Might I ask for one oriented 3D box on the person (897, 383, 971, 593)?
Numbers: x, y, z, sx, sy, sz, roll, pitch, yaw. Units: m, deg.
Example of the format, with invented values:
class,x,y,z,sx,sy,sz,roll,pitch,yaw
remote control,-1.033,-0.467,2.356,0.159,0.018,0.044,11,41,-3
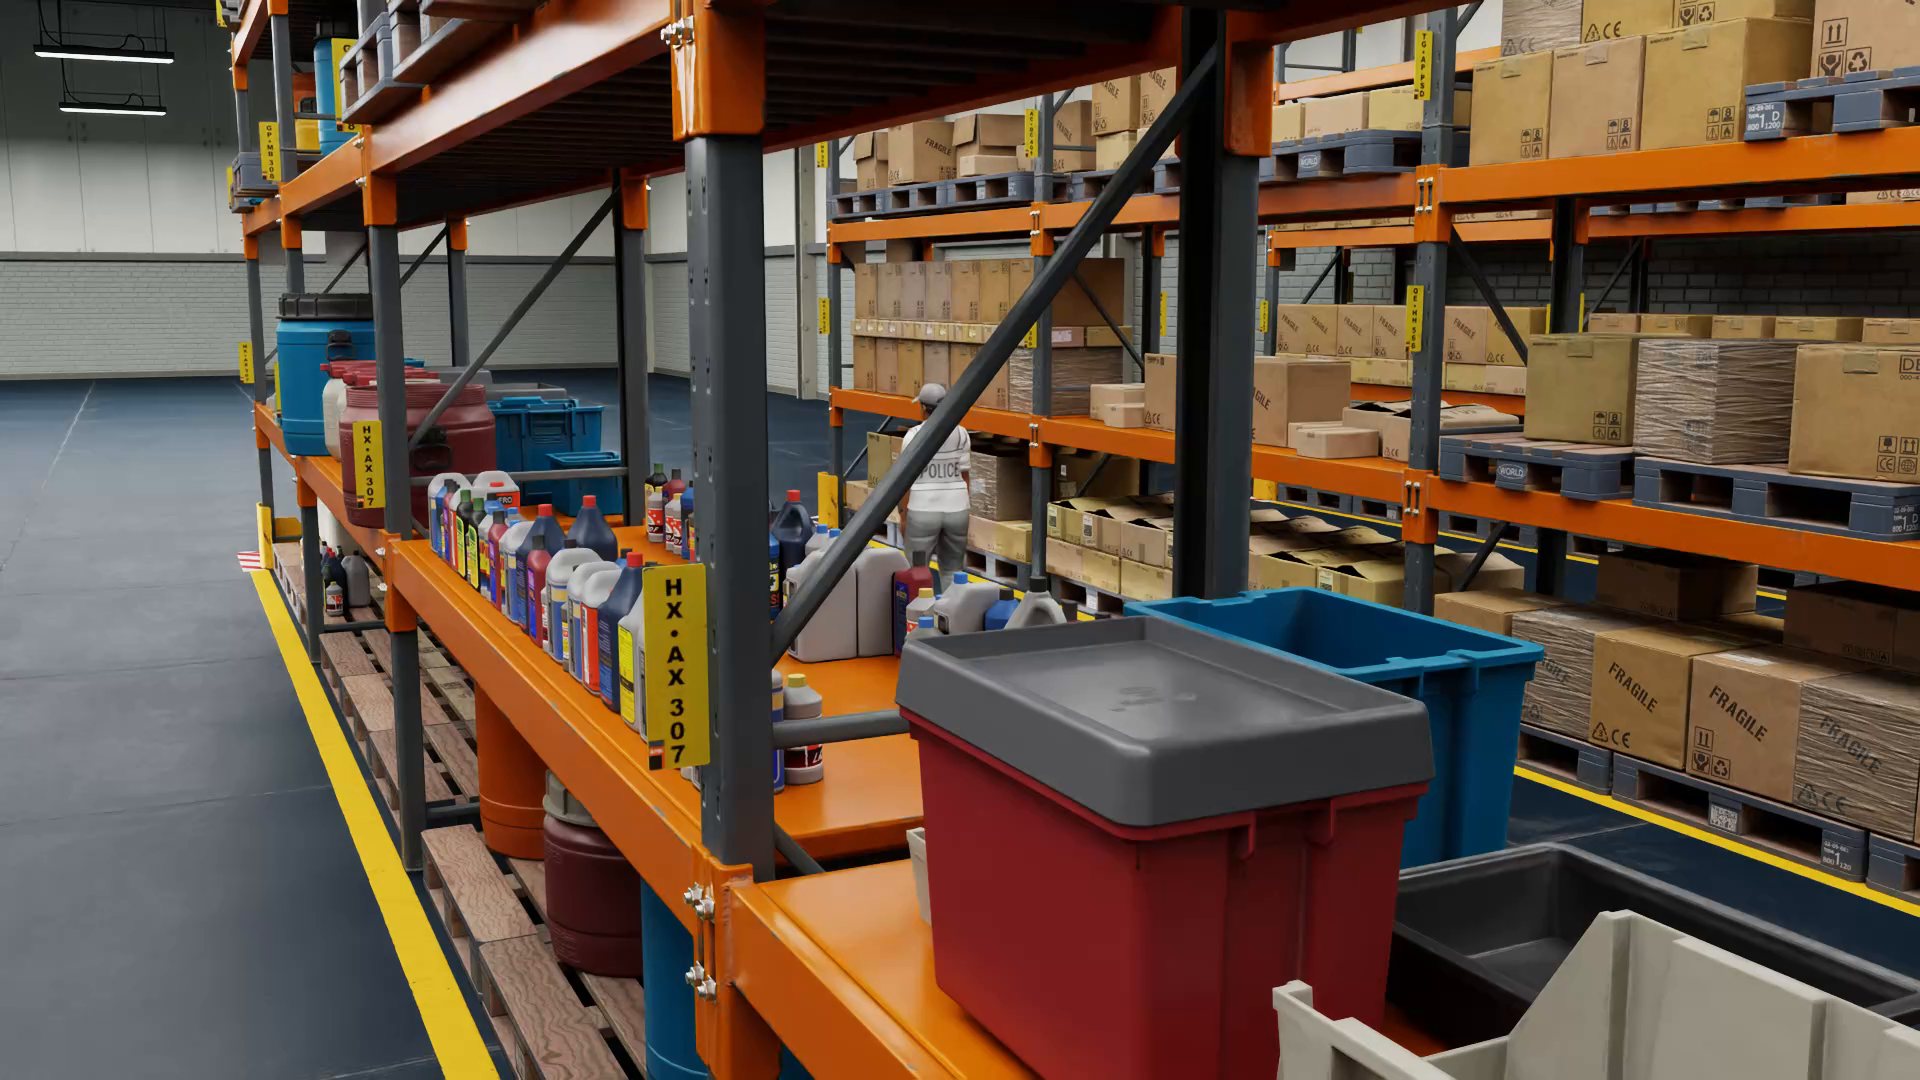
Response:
class,x,y,z,sx,sy,sz,roll,pitch,yaw
person,-0.171,-0.139,10.299,0.466,1.662,0.391,-4,9,-24
